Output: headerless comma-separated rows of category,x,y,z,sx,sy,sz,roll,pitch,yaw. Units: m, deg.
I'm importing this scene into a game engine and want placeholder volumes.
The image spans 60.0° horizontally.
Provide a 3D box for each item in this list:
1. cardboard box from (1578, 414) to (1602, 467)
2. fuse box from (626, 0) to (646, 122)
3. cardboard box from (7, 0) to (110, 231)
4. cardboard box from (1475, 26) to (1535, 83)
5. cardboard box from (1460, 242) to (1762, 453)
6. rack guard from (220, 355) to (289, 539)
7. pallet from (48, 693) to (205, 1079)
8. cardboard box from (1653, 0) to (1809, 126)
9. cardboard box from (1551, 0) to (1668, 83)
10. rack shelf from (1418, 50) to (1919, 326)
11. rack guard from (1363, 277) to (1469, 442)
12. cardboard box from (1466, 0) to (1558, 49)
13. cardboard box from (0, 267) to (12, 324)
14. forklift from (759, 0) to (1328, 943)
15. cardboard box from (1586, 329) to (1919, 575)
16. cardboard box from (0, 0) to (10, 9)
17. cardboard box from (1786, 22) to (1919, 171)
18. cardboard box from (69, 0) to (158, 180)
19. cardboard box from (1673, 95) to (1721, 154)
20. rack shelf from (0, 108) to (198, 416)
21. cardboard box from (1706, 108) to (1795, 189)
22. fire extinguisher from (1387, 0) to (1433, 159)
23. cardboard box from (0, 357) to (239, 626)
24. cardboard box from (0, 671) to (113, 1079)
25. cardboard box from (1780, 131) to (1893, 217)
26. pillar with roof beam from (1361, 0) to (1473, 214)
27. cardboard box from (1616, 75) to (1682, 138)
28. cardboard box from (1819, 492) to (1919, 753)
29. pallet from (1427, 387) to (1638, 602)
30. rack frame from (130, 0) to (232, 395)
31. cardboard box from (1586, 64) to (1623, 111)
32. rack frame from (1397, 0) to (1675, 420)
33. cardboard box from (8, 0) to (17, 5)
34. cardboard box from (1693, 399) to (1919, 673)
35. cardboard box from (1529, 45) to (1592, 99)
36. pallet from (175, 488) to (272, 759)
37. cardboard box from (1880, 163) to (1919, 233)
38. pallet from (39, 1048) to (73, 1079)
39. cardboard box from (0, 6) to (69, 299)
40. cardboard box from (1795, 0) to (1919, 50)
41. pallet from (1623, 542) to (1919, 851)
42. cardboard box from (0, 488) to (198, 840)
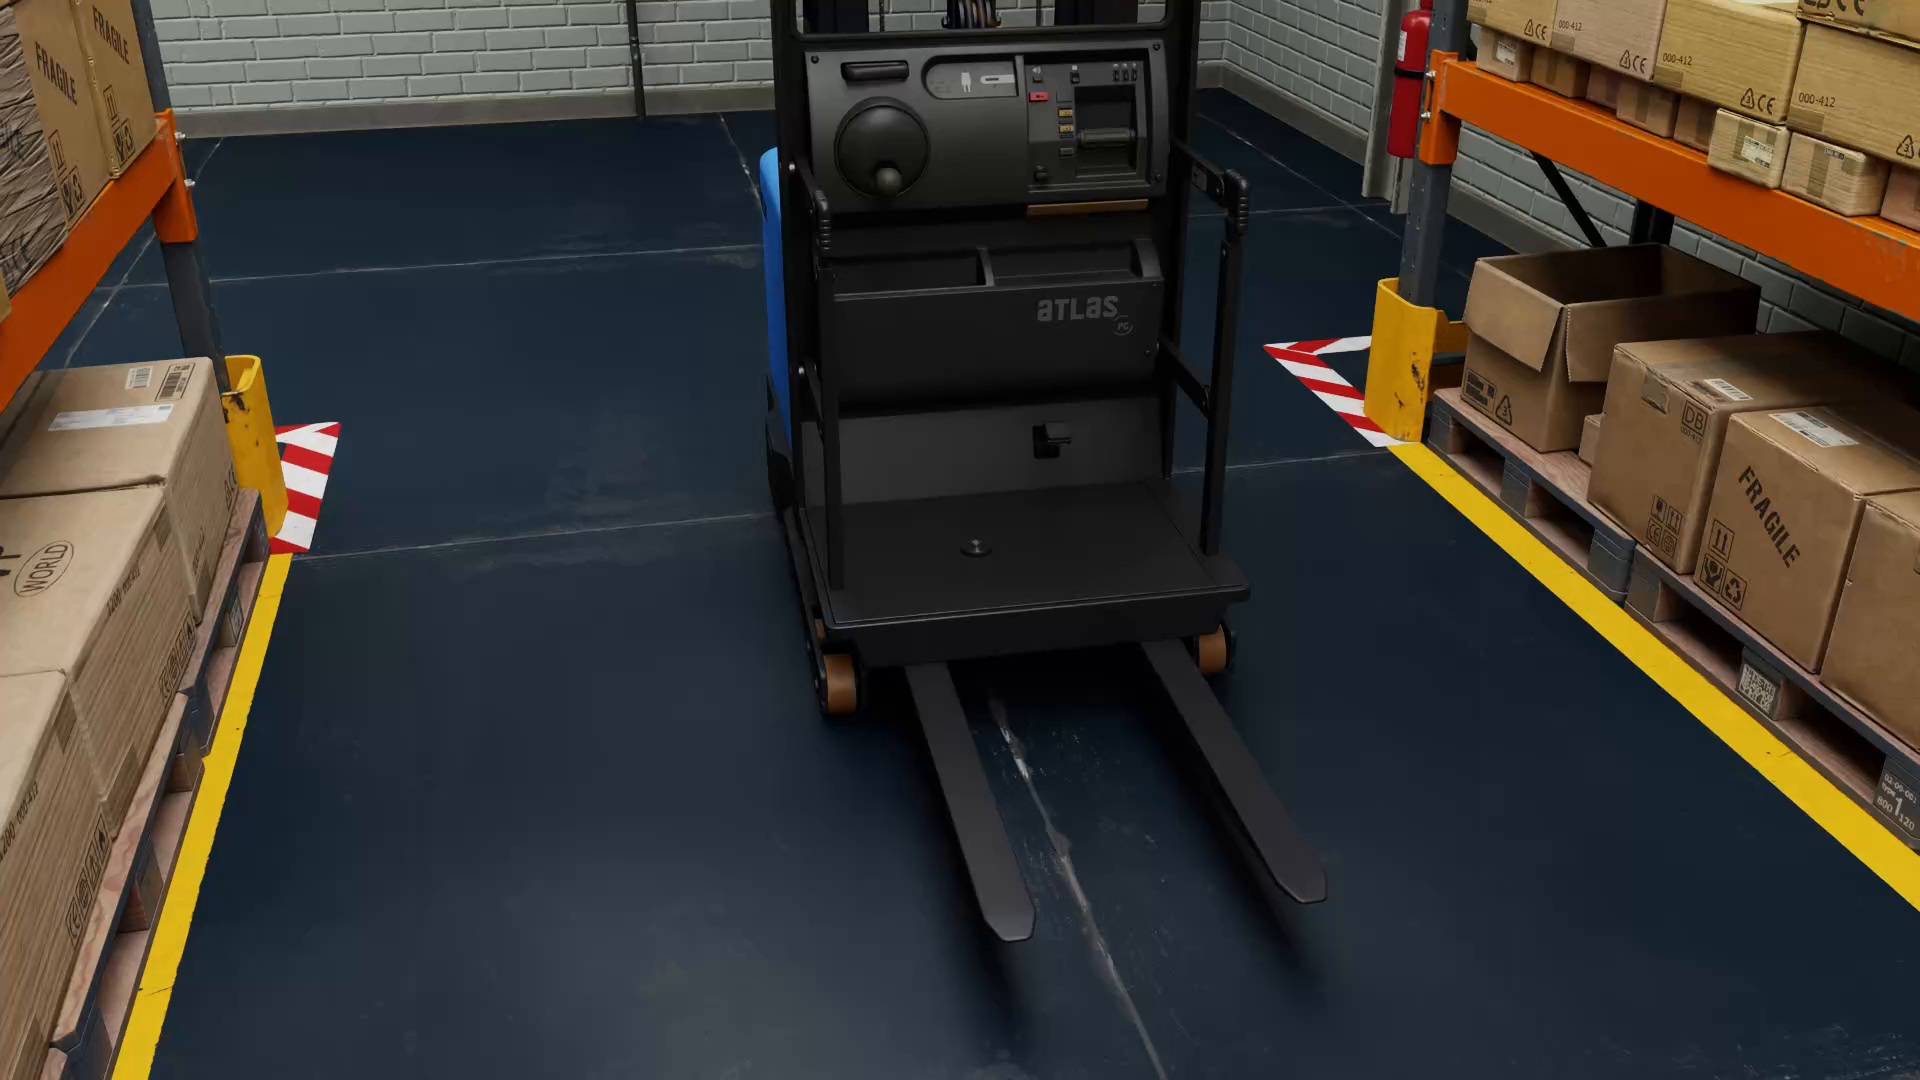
cardboard box,2.181,-0.296,5.205,0.380,0.149,0.250,-7,28,-14
fuse box,-1.972,-3.391,10.070,0.539,1.711,0.414,-6,27,-12
cardboard box,-2.293,-0.982,3.756,0.500,0.500,0.500,-7,28,-13
cardboard box,1.884,-1.565,5.301,0.380,0.149,0.250,-6,27,-12
cardboard box,2.123,-0.645,5.503,0.797,0.503,0.637,-7,28,-14
rack guard,-2.763,-0.239,5.168,1.175,0.500,0.348,-6,27,-12
pallet,-2.230,0.778,3.474,1.003,0.211,1.213,-6,27,-12
cardboard box,2.149,-1.246,4.225,0.500,0.250,0.500,-6,27,-13
cardboard box,2.031,-1.468,4.665,0.500,0.250,0.500,-6,27,-11
rack shelf,2.528,-0.651,4.008,1.077,0.370,4.000,-6,27,-12
rack guard,2.095,-0.700,6.083,1.175,0.500,0.348,-6,27,-12
cardboard box,1.917,-1.689,5.104,0.500,0.250,0.500,-6,27,-11
cardboard box,-2.038,-0.532,2.864,0.500,0.500,0.500,-5,27,-10
forklift,0.120,-1.031,4.040,1.130,2.935,3.031,-5,27,-10
cardboard box,2.278,-0.264,4.752,0.700,0.500,0.500,-5,27,-9
cardboard box,-2.162,-1.204,3.085,0.500,0.500,0.500,-6,27,-12
cardboard box,2.285,-1.023,3.785,0.500,0.250,0.500,-7,28,-13
cardboard box,-2.391,-1.204,4.195,0.500,0.500,0.500,-6,27,-11
cardboard box,2.142,-1.113,4.406,0.380,0.149,0.250,-6,27,-11
rack shelf,-2.307,-0.145,3.007,1.077,0.370,4.000,-6,27,-12
cardboard box,2.126,-0.995,4.171,0.380,0.149,0.250,-7,28,-13
fire extinguisher,1.594,-1.666,5.722,0.296,0.674,0.183,-6,27,-12
cardboard box,-2.511,-0.108,4.513,0.875,0.438,0.875,-7,28,-13
cardboard box,-2.095,0.689,2.934,0.875,0.438,0.875,-7,28,-13
cardboard box,2.205,-0.881,3.946,0.380,0.149,0.250,-5,27,-10
pillar with roof beam,-1.846,-5.366,5.894,9.100,9.000,0.400,-6,27,-12
cardboard box,2.077,-1.229,4.636,0.380,0.149,0.250,-5,27,-10
cardboard box,2.512,0.192,3.849,0.700,0.500,0.500,-7,28,-14
pallet,2.275,-0.221,5.455,1.003,0.211,1.213,-6,27,-12
rack frame,-2.758,-1.344,4.584,1.000,3.000,0.127,-6,27,-12
cardboard box,2.080,-1.347,4.868,0.380,0.149,0.250,-6,27,-12
rack frame,2.077,-1.850,5.586,1.000,3.000,0.127,-6,27,-12
cardboard box,-2.271,-1.421,3.516,0.500,0.500,0.500,-6,27,-11
cardboard box,2.299,-0.022,4.272,0.500,0.500,0.500,-5,27,-11
cardboard box,1.987,-1.458,5.089,0.380,0.149,0.250,-5,27,-10
pallet,-2.501,0.244,4.533,1.003,0.211,1.213,-6,27,-12
cardboard box,2.331,-0.775,3.736,0.380,0.149,0.250,-6,27,-12
pallet,-1.951,1.315,2.410,1.003,0.211,1.213,-6,27,-12
cardboard box,-2.167,-0.757,3.310,0.500,0.500,0.500,-5,27,-10
cardboard box,2.256,-1.365,3.630,0.500,0.500,0.500,-5,27,-10
pallet,2.547,0.313,4.396,1.003,0.211,1.213,-6,27,-12
cardboard box,-2.297,0.293,3.718,0.875,0.438,0.875,-5,27,-10
